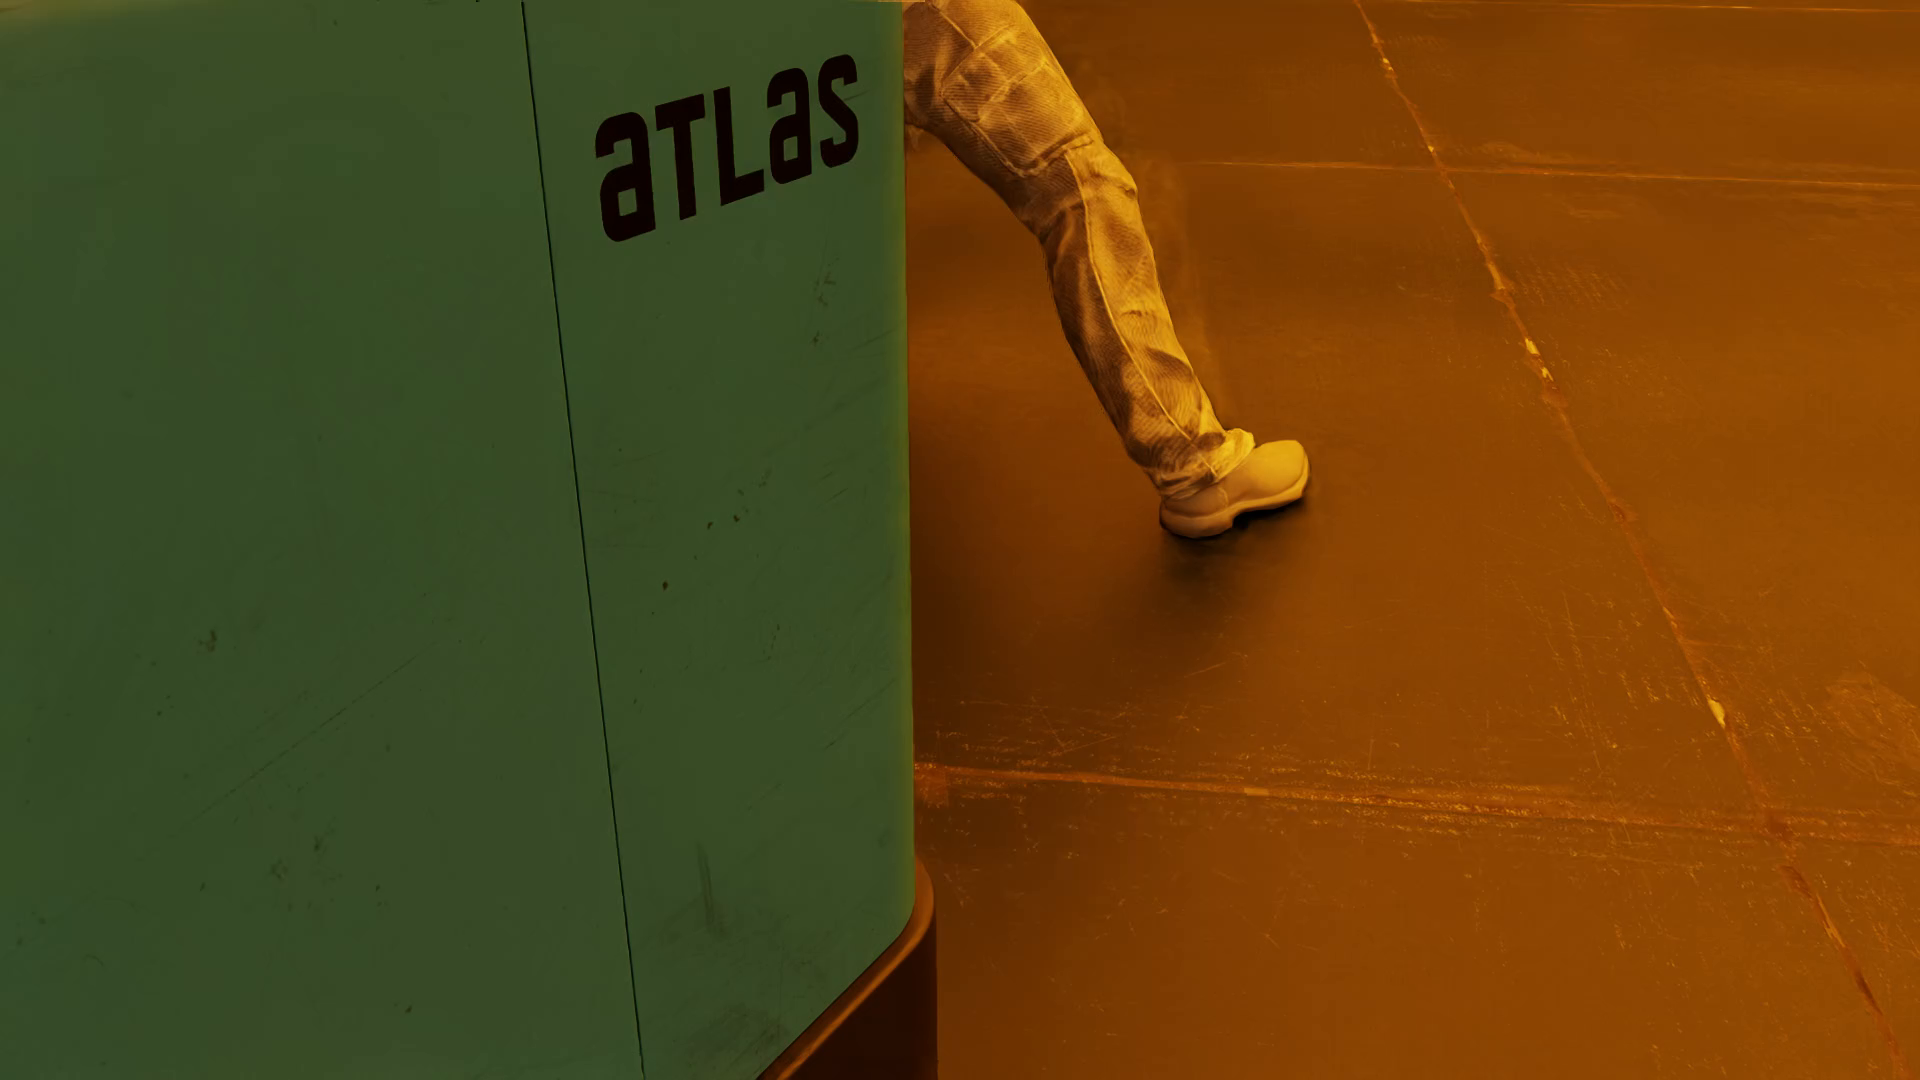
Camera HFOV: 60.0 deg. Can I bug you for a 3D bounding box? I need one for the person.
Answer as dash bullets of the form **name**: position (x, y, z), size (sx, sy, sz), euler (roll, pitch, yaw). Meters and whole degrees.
- **person**: position (0.006, -0.958, 2.664), size (0.839, 1.564, 1.331), euler (-8, 28, -15)
